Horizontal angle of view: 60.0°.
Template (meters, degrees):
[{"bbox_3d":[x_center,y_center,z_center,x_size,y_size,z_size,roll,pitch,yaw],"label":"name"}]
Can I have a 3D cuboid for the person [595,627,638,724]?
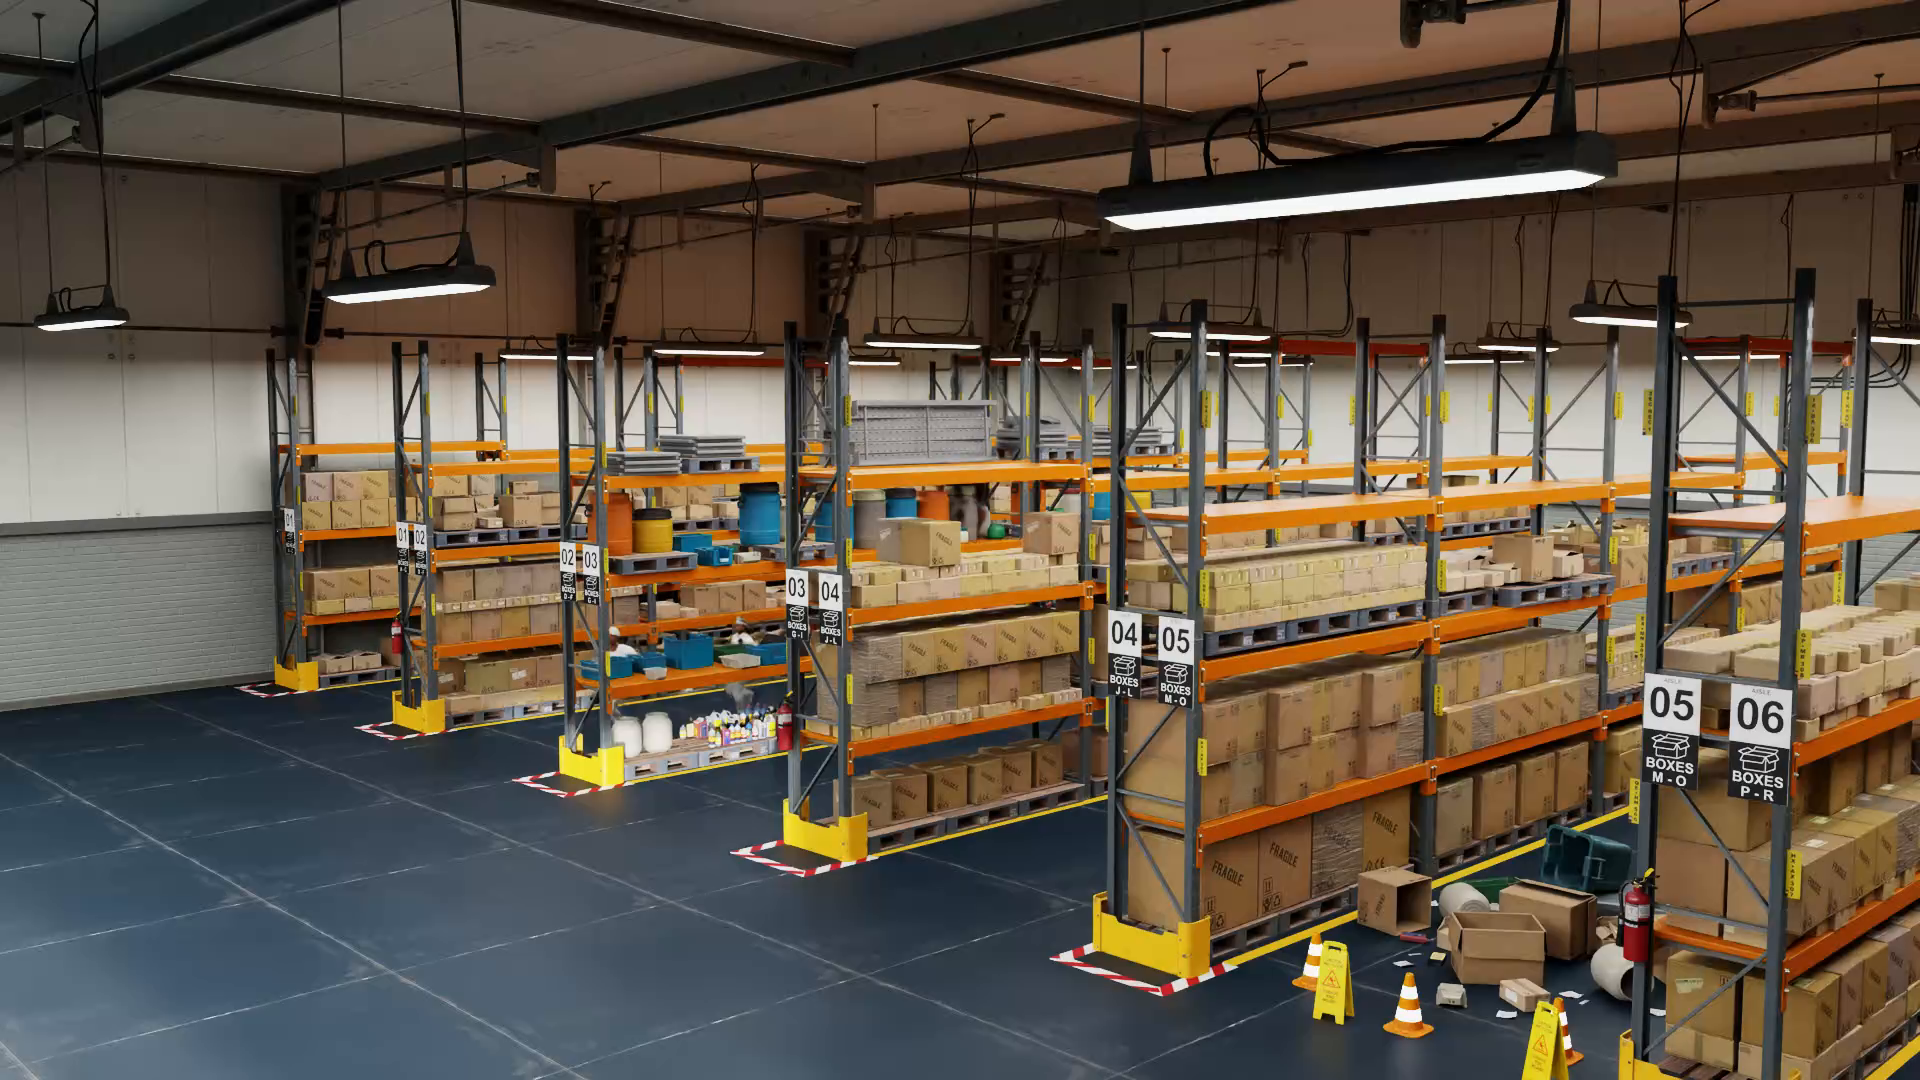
[{"bbox_3d":[-5.176,2.156,24.709,0.699,1.739,0.631,3,6,27],"label":"person"}]

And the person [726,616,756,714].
[{"bbox_3d":[-3.495,2.047,26.678,0.583,1.657,0.558,5,7,44],"label":"person"}]
